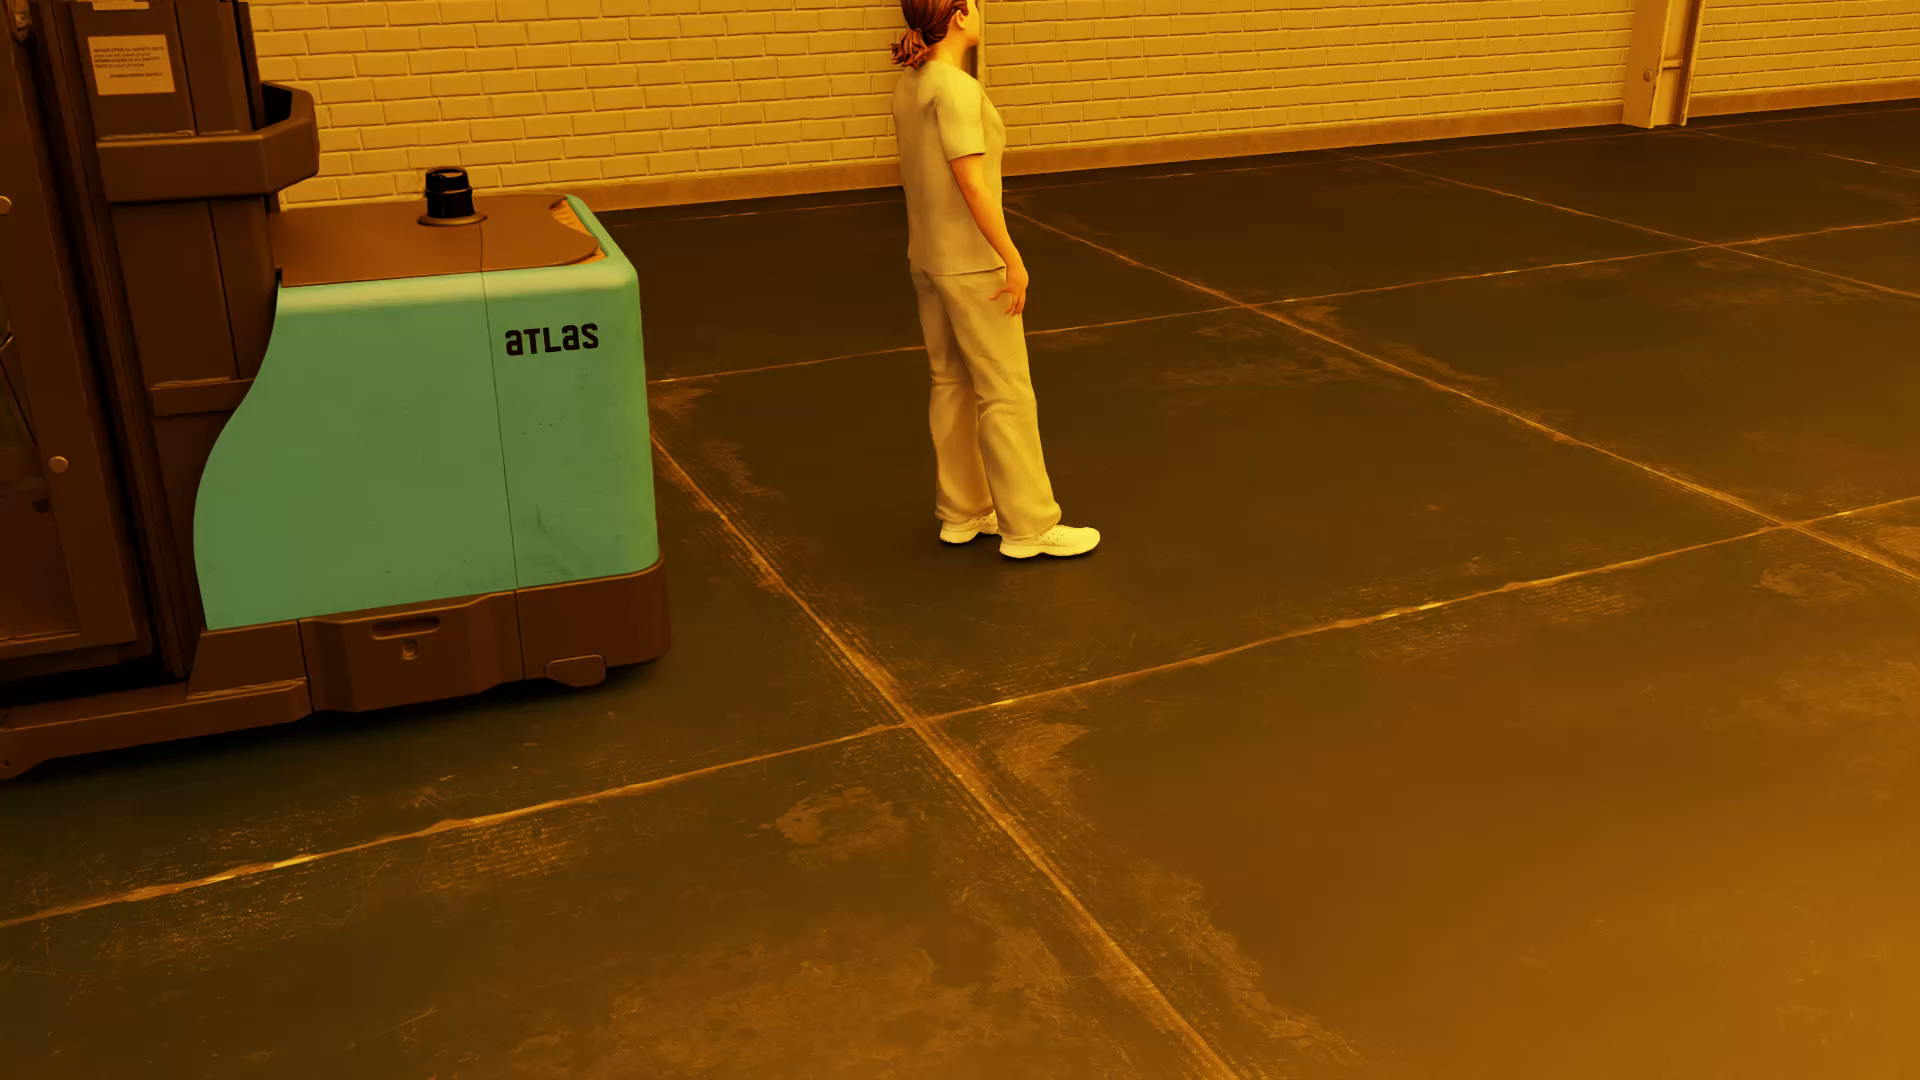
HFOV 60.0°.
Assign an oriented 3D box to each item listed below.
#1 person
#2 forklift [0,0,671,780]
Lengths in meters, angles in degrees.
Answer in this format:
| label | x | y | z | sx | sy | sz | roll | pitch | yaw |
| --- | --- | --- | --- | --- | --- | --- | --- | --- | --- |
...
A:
| label | x | y | z | sx | sy | sz | roll | pitch | yaw |
| --- | --- | --- | --- | --- | --- | --- | --- | --- | --- |
| person | 0.072 | -0.783 | 4.802 | 0.549 | 1.664 | 0.550 | -10 | 25 | -23 |
| forklift | -2.316 | -0.984 | 3.655 | 3.031 | 2.935 | 1.130 | -8 | 24 | -18 |
